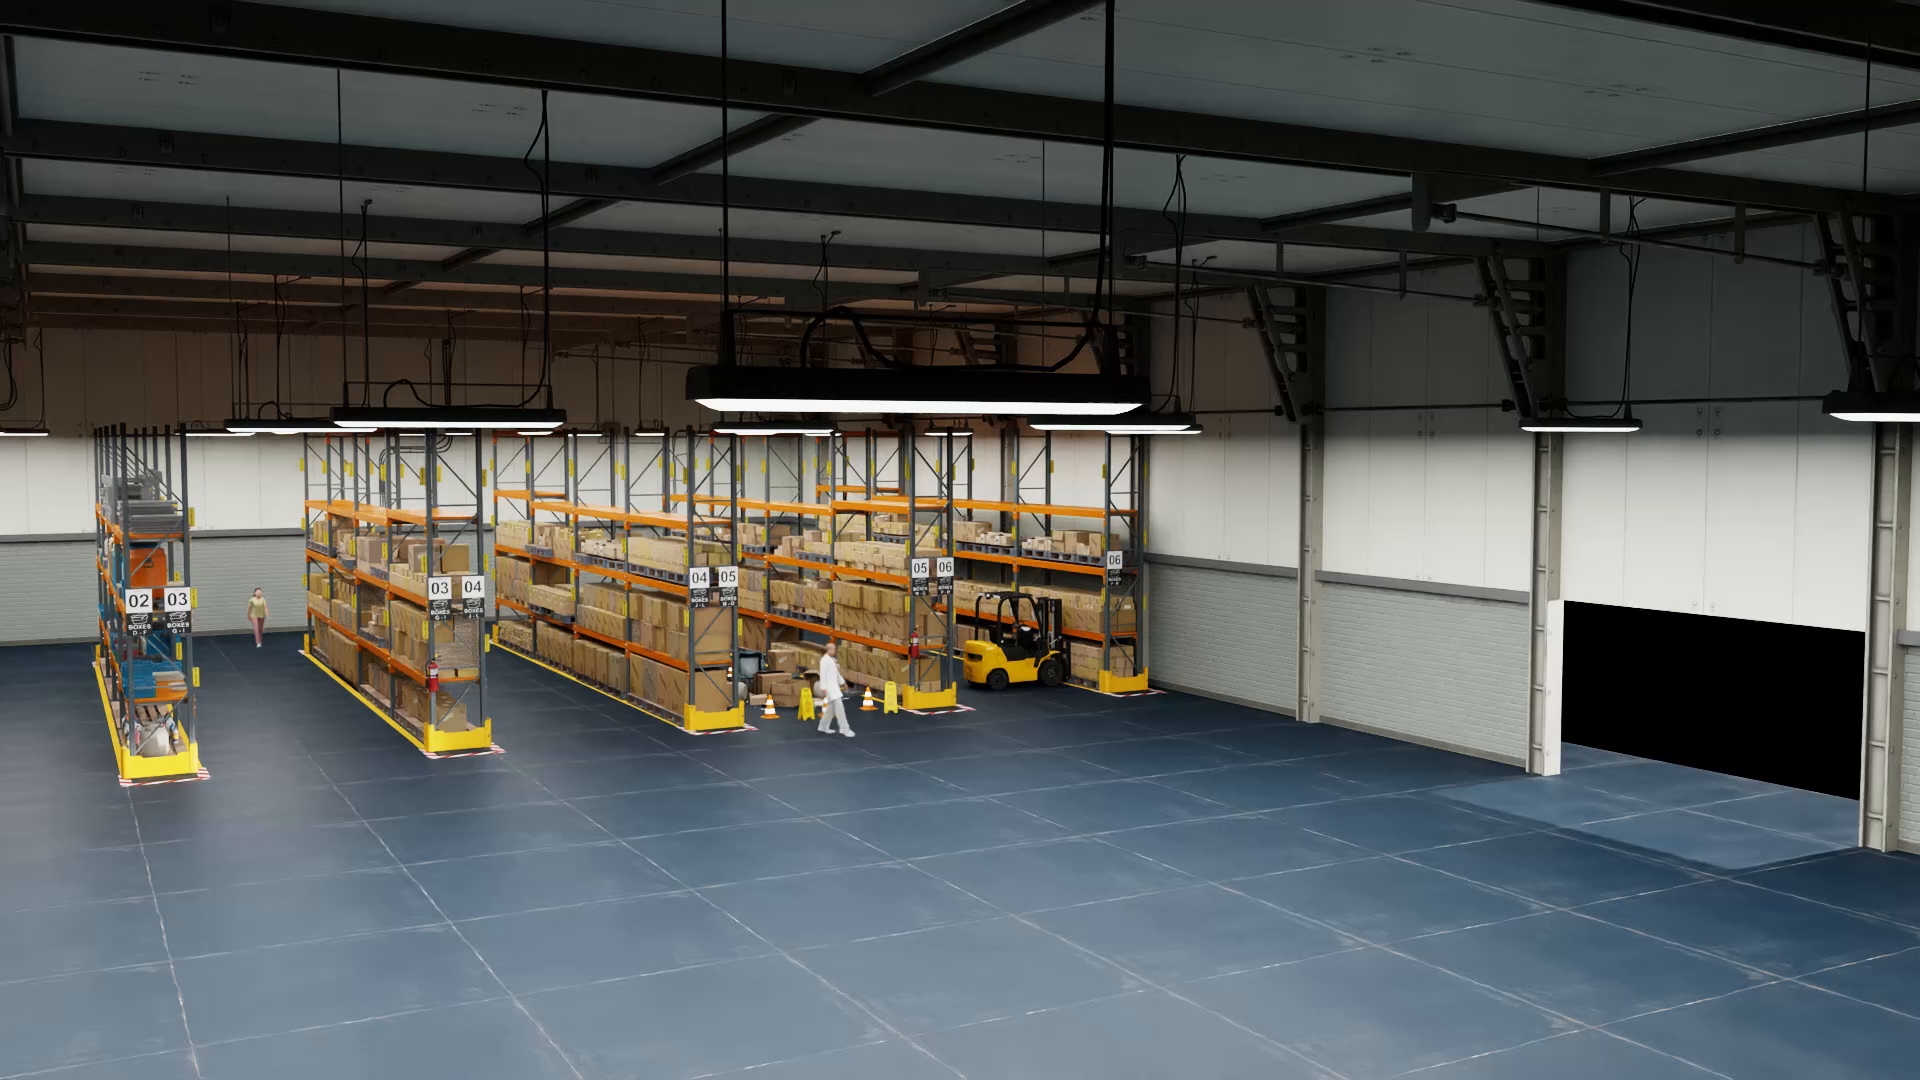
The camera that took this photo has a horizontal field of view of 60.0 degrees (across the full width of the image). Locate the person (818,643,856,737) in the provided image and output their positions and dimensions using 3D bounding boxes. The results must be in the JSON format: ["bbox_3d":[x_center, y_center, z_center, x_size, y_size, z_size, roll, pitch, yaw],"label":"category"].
[{"bbox_3d":[-2.384,2.903,32.302,0.858,1.794,0.604,1,4,12],"label":"person"}]

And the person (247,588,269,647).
[{"bbox_3d":[-19.349,2.124,45.856,0.530,1.609,1.058,-2,4,-31],"label":"person"}]
